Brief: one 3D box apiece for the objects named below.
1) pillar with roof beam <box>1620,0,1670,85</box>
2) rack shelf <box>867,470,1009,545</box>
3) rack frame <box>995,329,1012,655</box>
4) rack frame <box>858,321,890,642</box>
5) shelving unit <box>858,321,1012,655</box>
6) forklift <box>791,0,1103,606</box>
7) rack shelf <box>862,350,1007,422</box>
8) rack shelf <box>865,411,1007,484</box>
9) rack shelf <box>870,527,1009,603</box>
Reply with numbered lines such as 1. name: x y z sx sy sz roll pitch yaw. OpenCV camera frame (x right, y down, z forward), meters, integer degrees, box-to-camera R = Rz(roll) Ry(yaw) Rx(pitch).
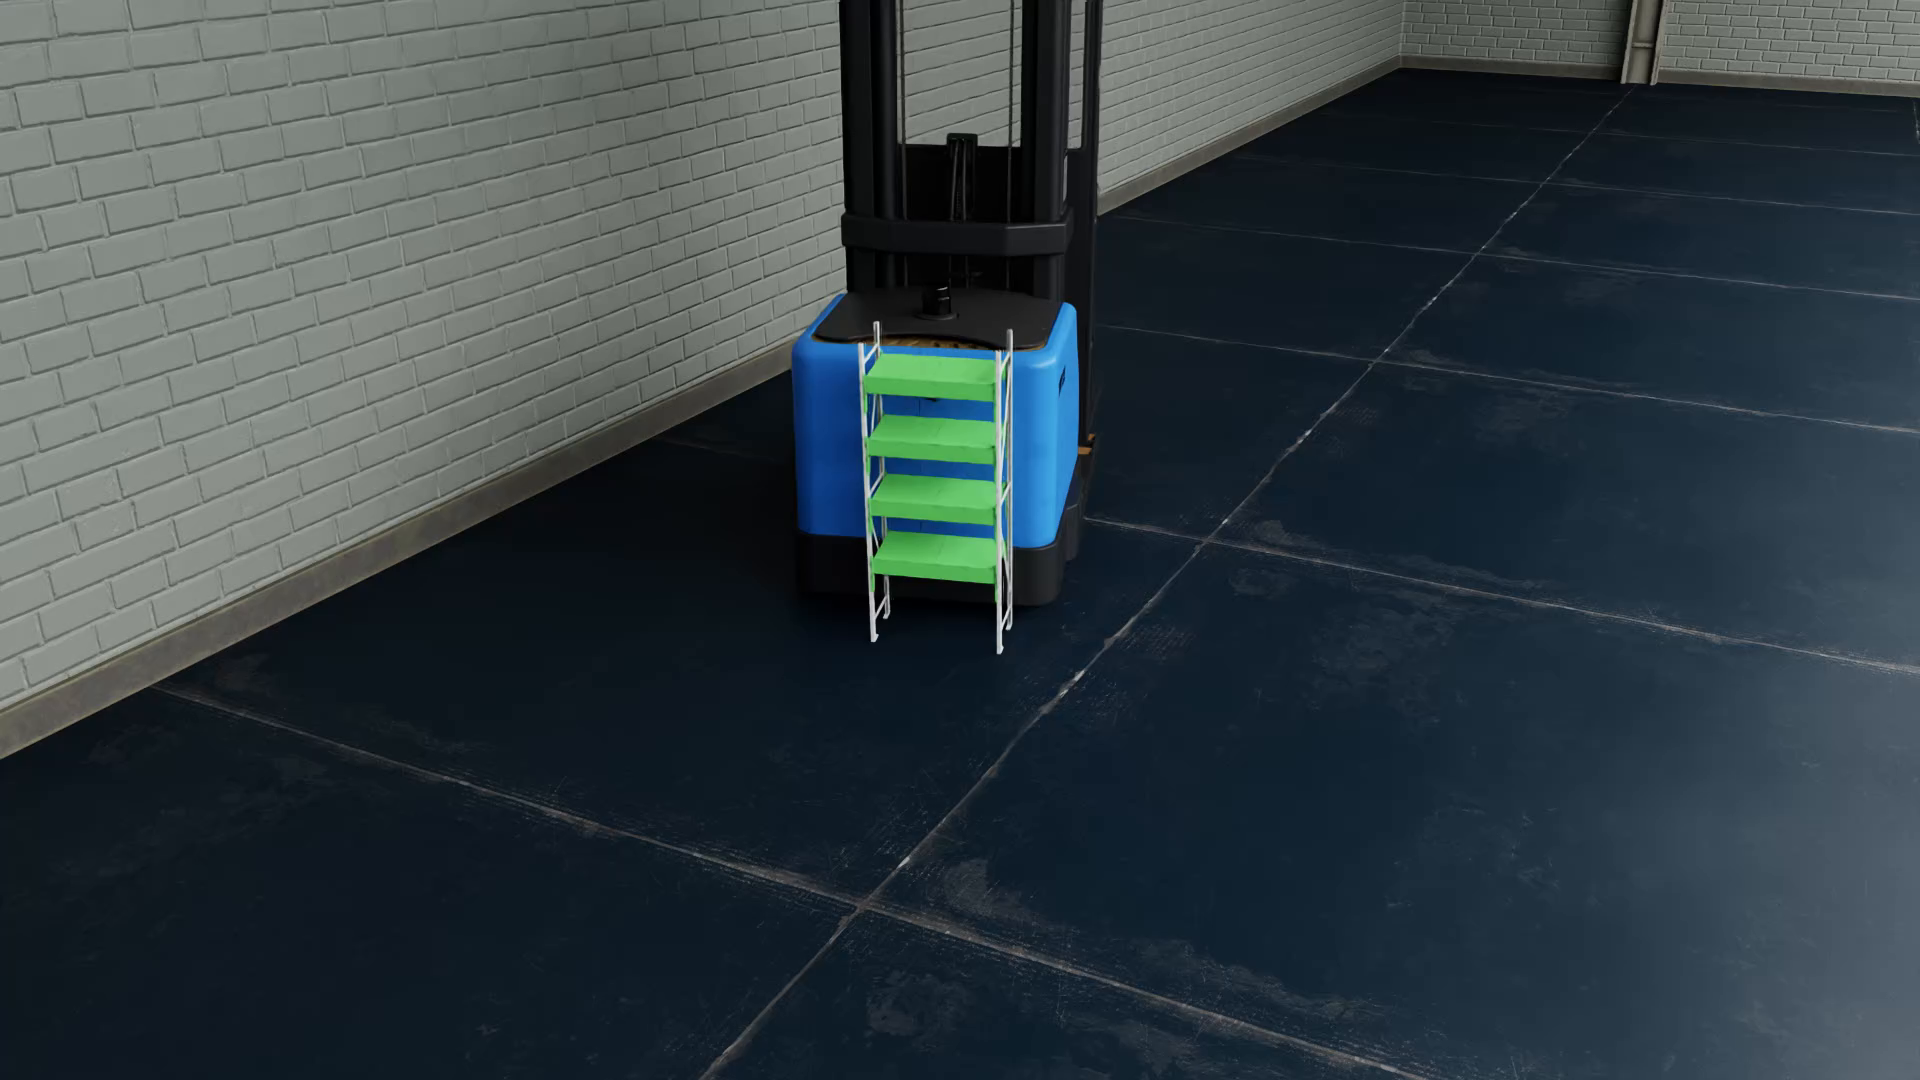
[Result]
1. pillar with roof beam: 6.436 -8.286 15.235 0.400 9.000 9.100 11 25 25
2. rack shelf: -0.076 -0.123 6.149 0.480 0.148 0.258 5 27 11
3. rack frame: 0.162 -0.160 6.073 0.015 1.200 0.240 5 27 11
4. rack frame: -0.316 -0.200 6.167 0.015 1.200 0.240 5 27 11
5. shelving unit: -0.077 -0.180 6.120 0.503 1.200 0.258 5 27 11
6. forklift: 0.081 -1.637 7.355 1.130 2.935 3.031 4 23 8
7. rack shelf: -0.083 -0.552 5.933 0.480 0.148 0.258 5 27 11
8. rack shelf: -0.079 -0.337 6.041 0.480 0.148 0.258 5 27 11
9. rack shelf: -0.073 0.092 6.256 0.480 0.148 0.258 5 27 11
